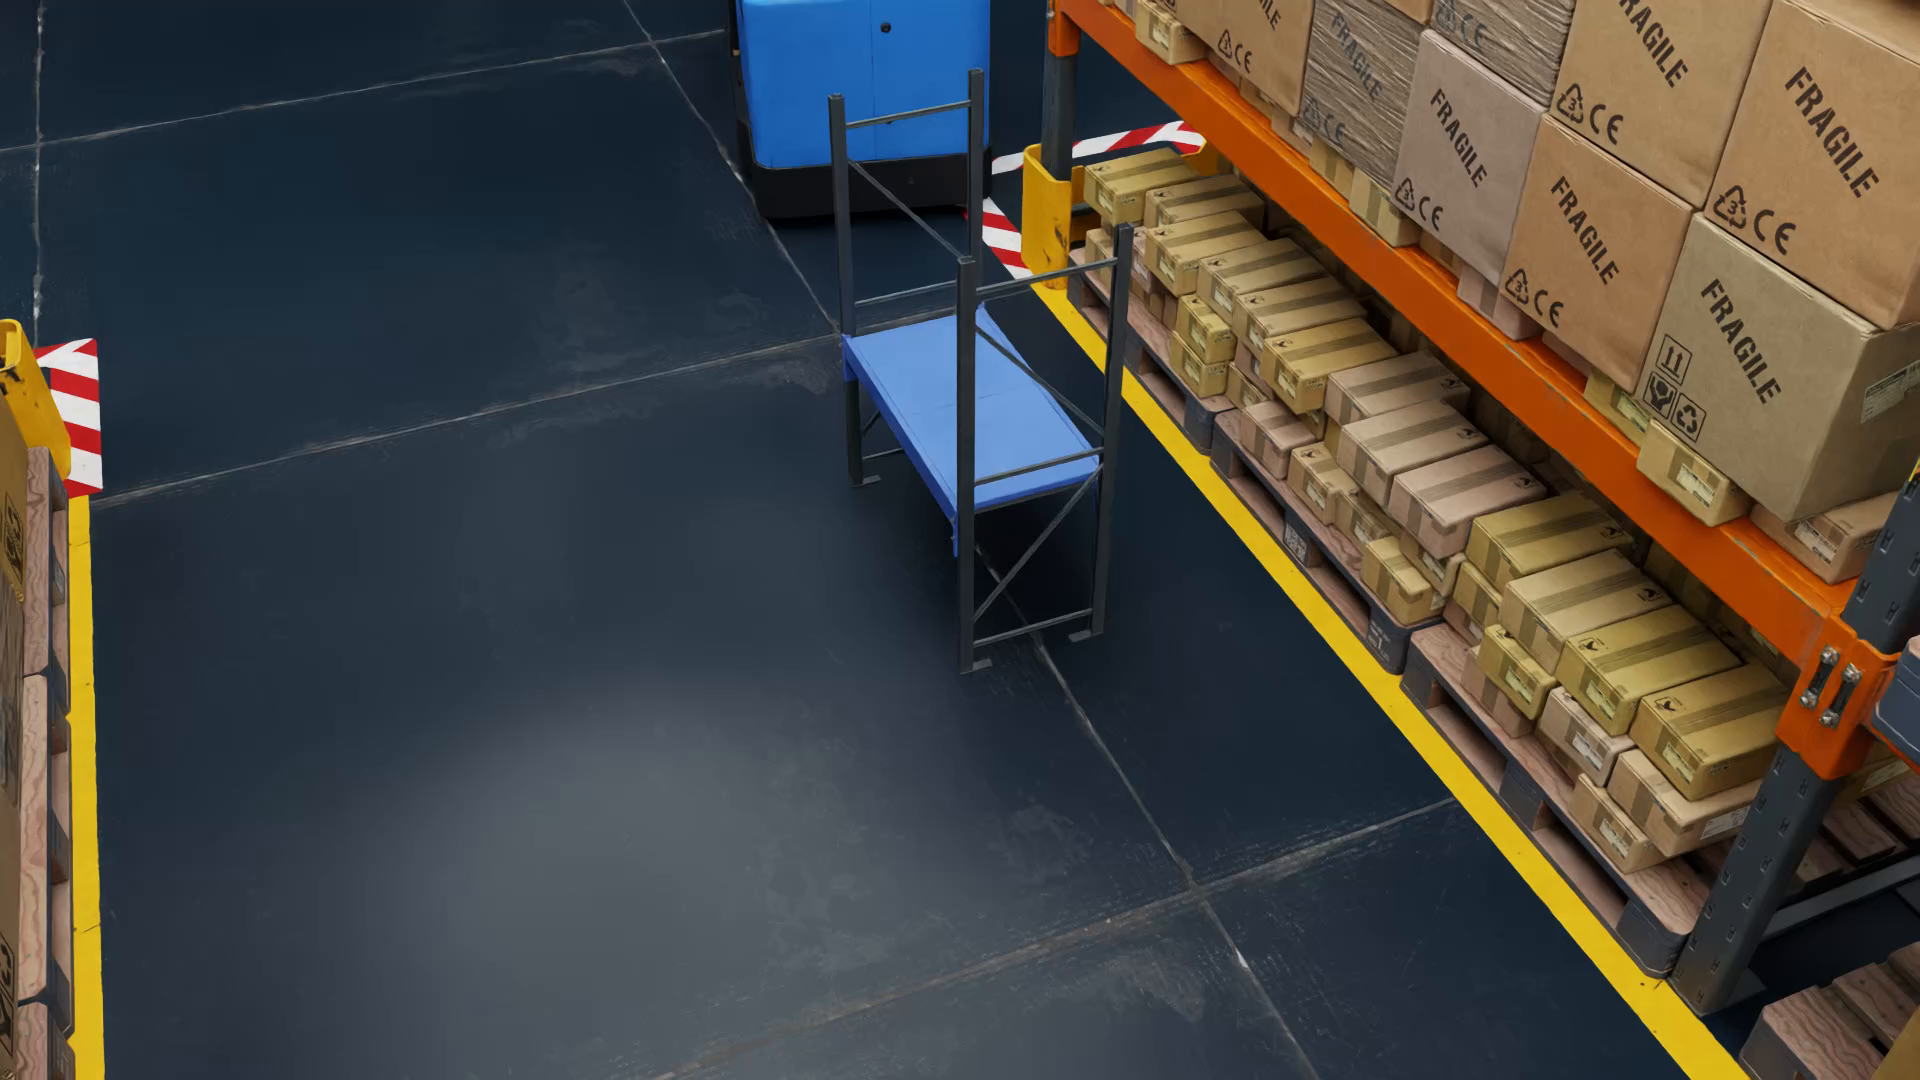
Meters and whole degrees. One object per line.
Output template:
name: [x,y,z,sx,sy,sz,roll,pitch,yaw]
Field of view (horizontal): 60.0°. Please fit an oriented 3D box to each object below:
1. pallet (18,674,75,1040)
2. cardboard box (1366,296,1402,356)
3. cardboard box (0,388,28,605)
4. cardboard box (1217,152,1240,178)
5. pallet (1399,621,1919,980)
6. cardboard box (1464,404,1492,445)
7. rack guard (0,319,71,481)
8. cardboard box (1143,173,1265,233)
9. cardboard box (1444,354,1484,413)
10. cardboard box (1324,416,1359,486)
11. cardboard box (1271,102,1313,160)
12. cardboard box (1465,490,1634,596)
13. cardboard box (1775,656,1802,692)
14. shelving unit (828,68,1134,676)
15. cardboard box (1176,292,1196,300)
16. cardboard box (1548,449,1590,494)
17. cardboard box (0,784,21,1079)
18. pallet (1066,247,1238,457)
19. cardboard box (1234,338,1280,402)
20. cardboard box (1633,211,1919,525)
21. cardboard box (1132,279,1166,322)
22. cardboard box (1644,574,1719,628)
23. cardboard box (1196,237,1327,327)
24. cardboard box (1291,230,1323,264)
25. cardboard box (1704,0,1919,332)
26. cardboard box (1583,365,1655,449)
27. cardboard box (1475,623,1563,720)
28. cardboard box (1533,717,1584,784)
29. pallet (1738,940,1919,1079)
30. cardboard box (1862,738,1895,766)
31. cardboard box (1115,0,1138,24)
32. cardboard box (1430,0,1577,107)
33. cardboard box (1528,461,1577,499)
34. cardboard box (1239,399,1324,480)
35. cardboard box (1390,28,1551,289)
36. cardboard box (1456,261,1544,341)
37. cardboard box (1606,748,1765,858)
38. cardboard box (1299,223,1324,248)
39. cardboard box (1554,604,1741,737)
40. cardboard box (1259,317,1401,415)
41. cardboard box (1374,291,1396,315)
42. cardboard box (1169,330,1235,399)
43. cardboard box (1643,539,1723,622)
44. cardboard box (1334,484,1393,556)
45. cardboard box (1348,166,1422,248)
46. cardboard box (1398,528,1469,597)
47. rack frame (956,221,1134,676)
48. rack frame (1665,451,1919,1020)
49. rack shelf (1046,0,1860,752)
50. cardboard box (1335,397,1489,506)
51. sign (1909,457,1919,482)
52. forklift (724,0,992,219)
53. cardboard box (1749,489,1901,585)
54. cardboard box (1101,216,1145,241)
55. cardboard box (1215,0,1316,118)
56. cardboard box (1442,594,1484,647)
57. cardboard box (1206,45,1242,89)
pallet: [-2.961,0.963,4.469,1.003,0.211,1.213,-15,43,-17]
cardboard box: [1.695,-0.790,6.004,0.380,0.149,0.250,-14,43,-16]
cardboard box: [-3.484,-0.278,5.081,0.875,0.875,0.875,-15,43,-17]
cardboard box: [1.256,-1.515,6.619,0.380,0.149,0.250,-15,43,-16]
pallet: [2.060,0.604,4.886,1.003,0.211,1.213,-15,43,-17]
cardboard box: [1.907,-0.472,5.635,0.380,0.149,0.250,-15,43,-16]
rack guard: [-3.812,-0.357,5.782,1.175,0.500,0.348,-15,43,-17]
cardboard box: [0.922,-1.234,6.293,0.380,0.149,0.250,-14,43,-16]
cardboard box: [1.835,-0.568,5.518,0.380,0.149,0.250,-15,43,-17]
cardboard box: [1.434,-0.338,5.479,0.380,0.149,0.250,-13,42,-15]
cardboard box: [1.204,-1.329,5.188,0.380,0.149,0.250,-16,43,-18]
cardboard box: [1.709,0.021,4.833,0.380,0.149,0.250,-14,43,-15]
cardboard box: [2.409,0.380,4.416,0.380,0.149,0.250,-13,42,-15]
shelving unit: [0.033,-0.517,5.201,0.538,1.500,1.048,-15,43,-17]
cardboard box: [1.010,-0.974,6.218,0.380,0.149,0.250,-15,43,-16]
cardboard box: [2.073,-0.266,5.167,0.380,0.149,0.250,-14,43,-16]
cardboard box: [-2.795,0.806,3.820,0.875,0.875,0.875,-15,43,-17]
pallet: [1.126,-0.866,6.595,1.003,0.211,1.213,-15,43,-17]
cardboard box: [1.197,-0.656,5.849,0.380,0.149,0.250,-17,44,-19]
cardboard box: [1.903,-0.429,3.643,0.500,0.500,0.500,-15,43,-17]
cardboard box: [0.899,-1.013,6.491,0.380,0.149,0.250,-15,43,-17]
cardboard box: [2.200,0.186,4.870,0.380,0.149,0.250,-15,43,-17]
cardboard box: [1.071,-0.922,5.930,0.380,0.149,0.250,-17,44,-19]
cardboard box: [1.485,-1.099,6.363,0.380,0.149,0.250,-17,43,-19]
cardboard box: [1.920,-0.803,3.311,0.500,0.500,0.500,-17,43,-18]
cardboard box: [1.778,-0.380,4.084,0.380,0.149,0.250,-13,42,-15]
cardboard box: [1.701,0.324,4.709,0.380,0.149,0.250,-17,43,-18]
cardboard box: [1.862,0.536,4.691,0.380,0.149,0.250,-14,43,-16]
pallet: [2.649,1.469,3.880,1.003,0.211,1.213,-15,43,-17]
cardboard box: [2.506,0.453,4.559,0.380,0.149,0.250,-13,42,-15]
cardboard box: [0.776,-1.952,5.912,0.380,0.149,0.250,-14,43,-15]
cardboard box: [1.534,-1.425,4.035,0.500,0.500,0.500,-14,43,-16]
cardboard box: [2.016,-0.149,5.259,0.380,0.149,0.250,-13,42,-15]
cardboard box: [1.198,-0.382,5.758,0.380,0.149,0.250,-17,44,-19]
cardboard box: [1.517,-1.042,4.356,0.500,0.500,0.500,-15,43,-17]
cardboard box: [1.570,-0.697,4.453,0.380,0.149,0.250,-17,43,-19]
cardboard box: [1.935,0.641,4.340,0.380,0.149,0.250,-14,43,-16]
cardboard box: [1.515,-1.225,6.282,0.380,0.149,0.250,-16,43,-18]
cardboard box: [1.838,0.345,4.456,0.380,0.149,0.250,-15,43,-16]
cardboard box: [1.227,-0.583,5.535,0.380,0.149,0.250,-14,43,-16]
cardboard box: [1.710,-0.905,5.910,0.380,0.149,0.250,-14,43,-15]
cardboard box: [0.997,-0.683,6.108,0.380,0.149,0.250,-15,43,-16]
cardboard box: [2.216,0.059,4.789,0.380,0.149,0.250,-16,43,-17]
cardboard box: [1.451,-0.084,5.412,0.380,0.149,0.250,-14,43,-16]
cardboard box: [1.359,-1.000,4.805,0.380,0.149,0.250,-14,43,-16]
cardboard box: [1.580,0.000,5.086,0.380,0.149,0.250,-14,43,-16]
rack frame: [0.227,-0.211,4.845,0.500,1.500,0.032,-15,43,-17]
rack frame: [2.349,-0.057,3.516,1.000,3.000,0.127,-15,43,-17]
rack shelf: [1.584,-0.989,5.152,1.077,0.370,4.000,-15,43,-17]
cardboard box: [1.406,-0.278,5.181,0.380,0.149,0.250,-17,43,-18]
sign: [1.851,-0.246,3.071,0.100,0.325,0.005,-15,43,-17]
forklift: [-0.611,-3.482,7.551,1.130,2.935,3.031,-6,41,-7]
cardboard box: [2.024,-0.076,3.730,0.380,0.149,0.250,-16,43,-17]
cardboard box: [0.782,-1.278,6.572,0.380,0.149,0.250,-13,42,-15]
cardboard box: [1.140,-1.664,5.080,0.500,0.500,0.500,-15,43,-16]
cardboard box: [1.713,0.204,5.077,0.380,0.149,0.250,-16,43,-18]
cardboard box: [1.055,-1.654,5.566,0.380,0.149,0.250,-13,42,-15]
